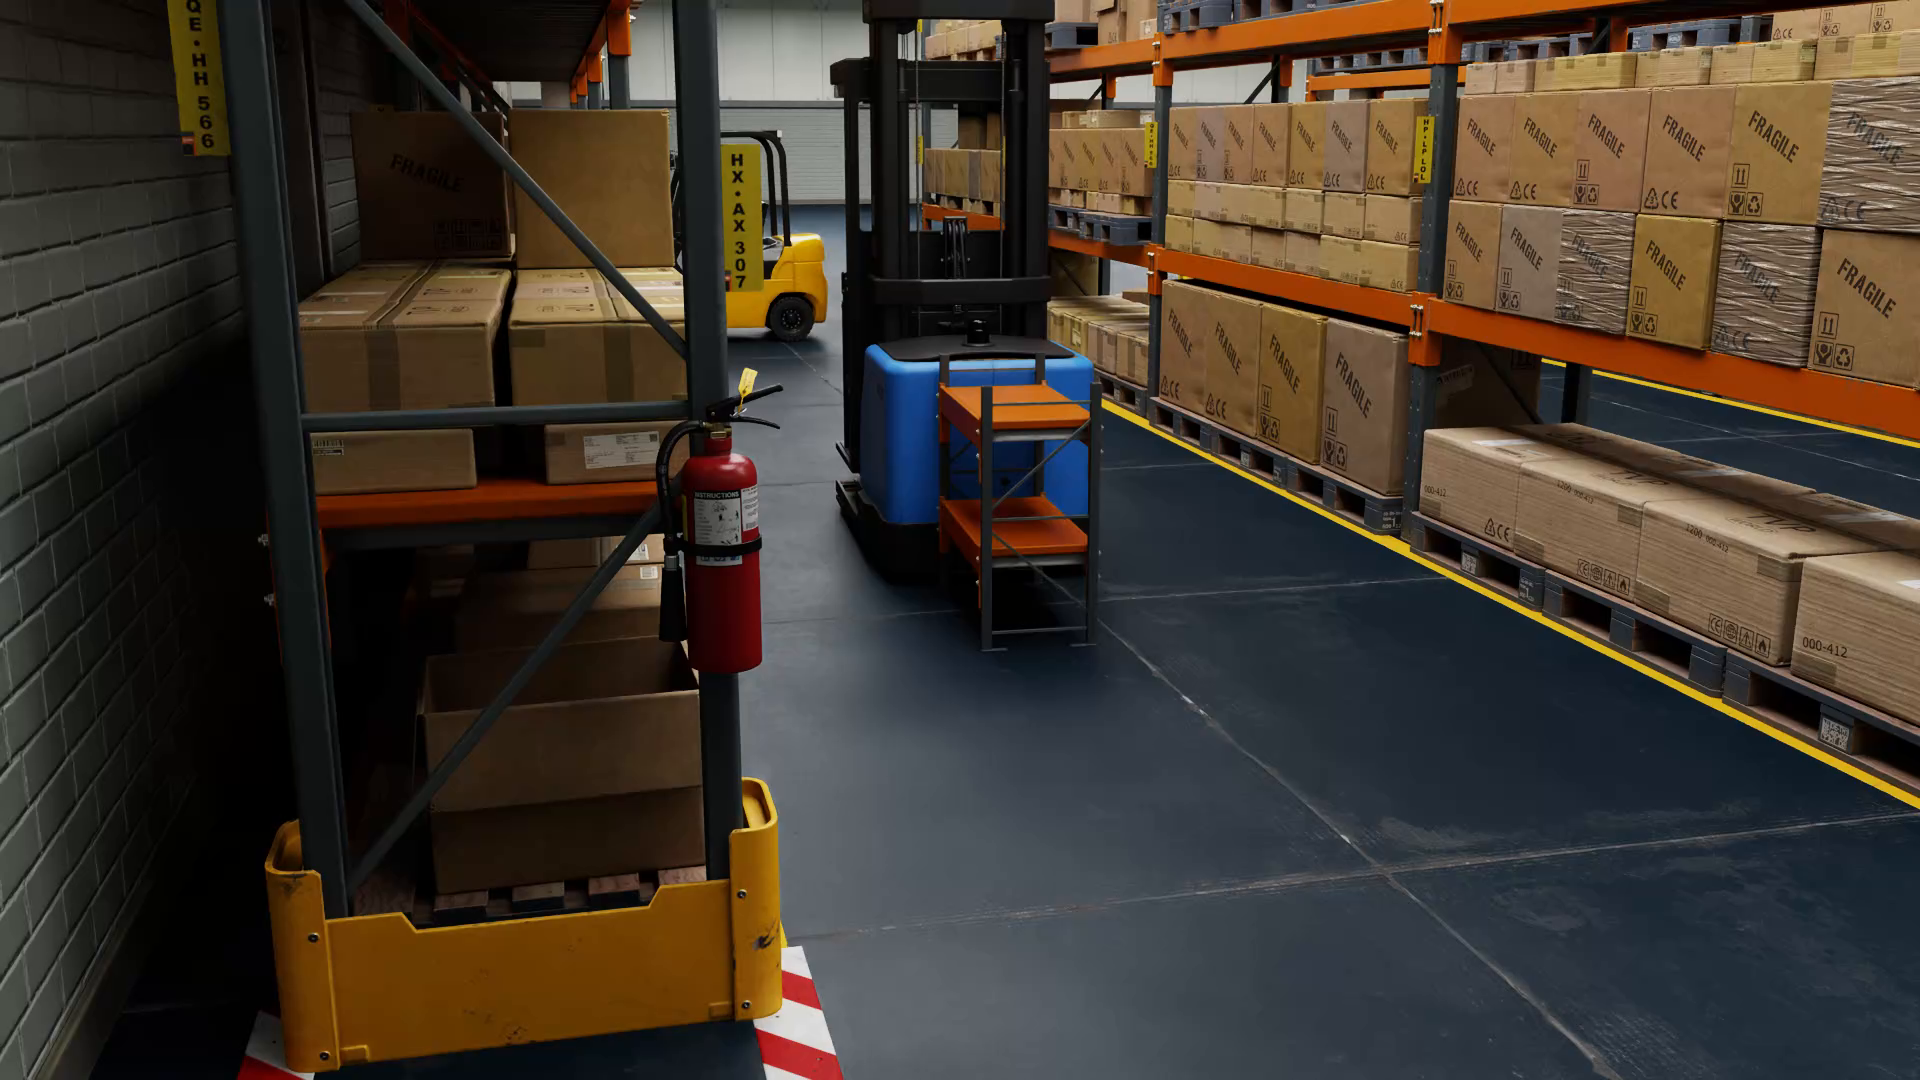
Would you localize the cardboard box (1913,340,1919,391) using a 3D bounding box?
[{"bbox_3d":[3.431,-0.693,5.234,0.500,0.500,0.500,-3,14,-13],"label":"cardboard box"}]

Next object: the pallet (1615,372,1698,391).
[{"bbox_3d":[6.599,-1.524,14.722,1.003,0.211,1.213,-3,14,-13],"label":"pallet"}]

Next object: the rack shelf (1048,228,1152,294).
[{"bbox_3d":[1.453,-2.506,14.379,1.077,0.370,4.000,-3,14,-13],"label":"rack shelf"}]

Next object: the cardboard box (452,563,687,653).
[{"bbox_3d":[-1.237,0.394,5.377,0.700,0.500,0.500,-3,14,-11],"label":"cardboard box"}]

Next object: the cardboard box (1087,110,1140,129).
[{"bbox_3d":[1.265,-3.468,13.711,0.380,0.149,0.250,-4,14,-16],"label":"cardboard box"}]

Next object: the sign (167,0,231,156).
[{"bbox_3d":[-1.566,-0.960,3.432,0.100,0.325,0.005,-3,14,-13],"label":"sign"}]

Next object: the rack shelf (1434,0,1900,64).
[{"bbox_3d":[3.332,-2.117,6.468,1.077,0.370,4.000,-3,14,-13],"label":"rack shelf"}]

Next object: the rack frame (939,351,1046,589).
[{"bbox_3d":[0.152,-0.325,7.889,0.500,1.125,0.032,-2,14,-10],"label":"rack frame"}]

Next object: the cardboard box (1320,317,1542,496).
[{"bbox_3d":[2.639,-0.781,9.397,0.875,0.875,0.875,-3,14,-11],"label":"cardboard box"}]

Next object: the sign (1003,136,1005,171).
[{"bbox_3d":[0.458,-3.705,15.948,0.100,0.325,0.005,-3,14,-13],"label":"sign"}]

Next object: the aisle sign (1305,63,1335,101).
[{"bbox_3d":[4.524,-5.801,20.873,0.394,0.787,0.004,-3,14,-13],"label":"aisle sign"}]

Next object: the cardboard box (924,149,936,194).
[{"bbox_3d":[-0.114,-4.308,19.401,0.500,0.500,0.500,-4,14,-14],"label":"cardboard box"}]

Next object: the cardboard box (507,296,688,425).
[{"bbox_3d":[-0.867,-0.462,4.187,0.500,0.250,0.500,-3,14,-13],"label":"cardboard box"}]

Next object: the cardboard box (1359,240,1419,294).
[{"bbox_3d":[2.512,-1.488,9.011,0.500,0.250,0.500,-4,14,-15],"label":"cardboard box"}]

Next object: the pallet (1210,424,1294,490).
[{"bbox_3d":[2.318,-0.572,10.824,1.003,0.211,1.213,-3,14,-13],"label":"pallet"}]

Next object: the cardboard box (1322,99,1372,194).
[{"bbox_3d":[2.385,-2.213,9.349,0.500,0.500,0.500,-3,14,-12],"label":"cardboard box"}]

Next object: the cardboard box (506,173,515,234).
[{"bbox_3d":[-1.858,-1.570,7.938,0.700,0.500,0.500,-3,14,-12],"label":"cardboard box"}]

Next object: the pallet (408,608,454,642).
[{"bbox_3d":[-1.801,0.320,7.174,1.003,0.211,1.213,-3,14,-13],"label":"pallet"}]

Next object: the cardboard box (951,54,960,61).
[{"bbox_3d":[0.114,-5.182,18.026,0.380,0.149,0.250,-3,14,-13],"label":"cardboard box"}]

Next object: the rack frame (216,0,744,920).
[{"bbox_3d":[-1.022,-0.271,3.715,1.000,3.000,0.127,-3,14,-13],"label":"rack frame"}]

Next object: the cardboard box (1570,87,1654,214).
[{"bbox_3d":[2.961,-1.646,7.027,0.500,0.500,0.500,-3,14,-12],"label":"cardboard box"}]

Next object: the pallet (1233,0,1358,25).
[{"bbox_3d":[2.391,-3.356,10.420,1.003,0.211,1.213,-3,14,-11],"label":"pallet"}]

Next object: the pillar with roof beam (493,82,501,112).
[{"bbox_3d":[-5.535,-11.058,35.226,9.100,9.000,0.400,-3,14,-13],"label":"pillar with roof beam"}]

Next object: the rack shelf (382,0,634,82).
[{"bbox_3d":[-2.431,-2.762,9.110,1.077,0.370,4.000,-3,14,-13],"label":"rack shelf"}]

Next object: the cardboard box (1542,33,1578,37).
[{"bbox_3d":[6.093,-5.099,16.376,0.500,0.250,0.500,-3,14,-13],"label":"cardboard box"}]

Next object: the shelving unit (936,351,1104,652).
[{"bbox_3d":[0.243,-0.207,7.403,0.538,1.125,1.048,-2,14,-10],"label":"shelving unit"}]

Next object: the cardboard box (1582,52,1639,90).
[{"bbox_3d":[2.894,-1.995,7.087,0.380,0.149,0.250,-4,14,-15],"label":"cardboard box"}]

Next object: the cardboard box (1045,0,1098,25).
[{"bbox_3d":[0.991,-4.516,14.201,0.500,0.250,0.500,-3,14,-14],"label":"cardboard box"}]

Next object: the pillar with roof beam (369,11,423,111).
[{"bbox_3d":[0.101,-5.521,12.564,9.100,9.000,0.400,-3,14,-13],"label":"pillar with roof beam"}]

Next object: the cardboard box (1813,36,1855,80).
[{"bbox_3d":[3.286,-1.706,5.905,0.380,0.149,0.250,-3,14,-14],"label":"cardboard box"}]

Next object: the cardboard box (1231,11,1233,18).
[{"bbox_3d":[1.954,-3.927,12.642,0.396,0.266,0.258,-3,14,-13],"label":"cardboard box"}]

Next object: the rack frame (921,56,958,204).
[{"bbox_3d":[0.044,-4.239,19.959,1.000,3.000,0.127,-3,14,-13],"label":"rack frame"}]

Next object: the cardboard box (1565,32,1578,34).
[{"bbox_3d":[5.774,-4.950,15.983,0.250,0.149,0.380,-3,14,-13],"label":"cardboard box"}]

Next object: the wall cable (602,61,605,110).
[{"bbox_3d":[-11.945,-12.831,49.027,3.097,2.526,0.112,-3,14,-13],"label":"wall cable"}]

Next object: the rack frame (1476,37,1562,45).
[{"bbox_3d":[5.771,-6.530,16.694,1.000,3.000,0.127,-3,14,-13],"label":"rack frame"}]

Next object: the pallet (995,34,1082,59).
[{"bbox_3d":[1.025,-4.534,15.241,1.213,0.211,1.003,-3,14,-13],"label":"pallet"}]

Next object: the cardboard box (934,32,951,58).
[{"bbox_3d":[0.012,-5.520,18.572,0.500,0.250,0.500,-3,14,-14],"label":"cardboard box"}]

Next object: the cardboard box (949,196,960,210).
[{"bbox_3d":[0.088,-3.785,18.630,0.380,0.149,0.250,-3,14,-12],"label":"cardboard box"}]

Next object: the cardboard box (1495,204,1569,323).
[{"bbox_3d":[2.832,-1.280,7.637,0.500,0.500,0.500,-3,14,-13],"label":"cardboard box"}]

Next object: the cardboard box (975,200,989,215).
[{"bbox_3d":[0.370,-3.486,17.404,0.380,0.149,0.250,-3,14,-14],"label":"cardboard box"}]

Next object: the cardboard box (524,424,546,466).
[{"bbox_3d":[-0.937,-0.296,4.347,0.380,0.149,0.250,-3,14,-12],"label":"cardboard box"}]

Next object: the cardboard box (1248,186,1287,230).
[{"bbox_3d":[2.134,-2.080,10.385,0.500,0.250,0.500,-3,14,-12],"label":"cardboard box"}]

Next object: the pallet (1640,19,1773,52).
[{"bbox_3d":[6.508,-4.204,13.892,1.213,0.211,1.003,-3,14,-11],"label":"pallet"}]

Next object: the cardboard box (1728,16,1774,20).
[{"bbox_3d":[6.755,-4.539,13.956,0.500,0.311,0.500,-3,14,-13],"label":"cardboard box"}]

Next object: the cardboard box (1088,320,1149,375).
[{"bbox_3d":[1.619,-1.622,13.897,0.950,0.372,0.625,-4,14,-14],"label":"cardboard box"}]

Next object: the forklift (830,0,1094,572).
[{"bbox_3d":[-0.113,-1.569,9.175,1.130,2.935,3.031,-3,14,-10],"label":"forklift"}]

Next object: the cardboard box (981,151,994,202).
[{"bbox_3d":[0.510,-3.717,16.982,0.500,0.500,0.500,-3,14,-11],"label":"cardboard box"}]

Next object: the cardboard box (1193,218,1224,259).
[{"bbox_3d":[1.931,-2.076,11.422,0.500,0.250,0.500,-4,14,-15],"label":"cardboard box"}]

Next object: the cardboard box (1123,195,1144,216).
[{"bbox_3d":[1.484,-2.596,12.877,0.380,0.149,0.250,-3,14,-12],"label":"cardboard box"}]

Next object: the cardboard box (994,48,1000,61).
[{"bbox_3d":[0.556,-4.828,16.578,0.380,0.149,0.250,-3,14,-13],"label":"cardboard box"}]

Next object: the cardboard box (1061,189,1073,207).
[{"bbox_3d":[1.085,-2.951,14.331,0.380,0.149,0.250,-3,14,-11],"label":"cardboard box"}]

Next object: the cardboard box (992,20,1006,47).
[{"bbox_3d":[0.618,-4.933,16.165,0.500,0.250,0.500,-3,14,-14],"label":"cardboard box"}]

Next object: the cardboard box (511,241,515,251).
[{"bbox_3d":[-1.983,-1.020,6.473,0.500,0.250,0.500,-3,14,-14],"label":"cardboard box"}]

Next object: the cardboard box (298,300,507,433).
[{"bbox_3d":[-1.388,-0.434,4.071,0.500,0.250,0.500,-3,14,-12],"label":"cardboard box"}]

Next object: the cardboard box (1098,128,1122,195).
[{"bbox_3d":[1.414,-2.999,13.159,0.500,0.500,0.500,-4,14,-14],"label":"cardboard box"}]

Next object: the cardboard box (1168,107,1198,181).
[{"bbox_3d":[1.801,-2.801,11.753,0.500,0.500,0.500,-4,14,-15],"label":"cardboard box"}]

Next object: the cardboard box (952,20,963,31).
[{"bbox_3d":[0.123,-5.571,17.940,0.380,0.149,0.250,-3,14,-12],"label":"cardboard box"}]
